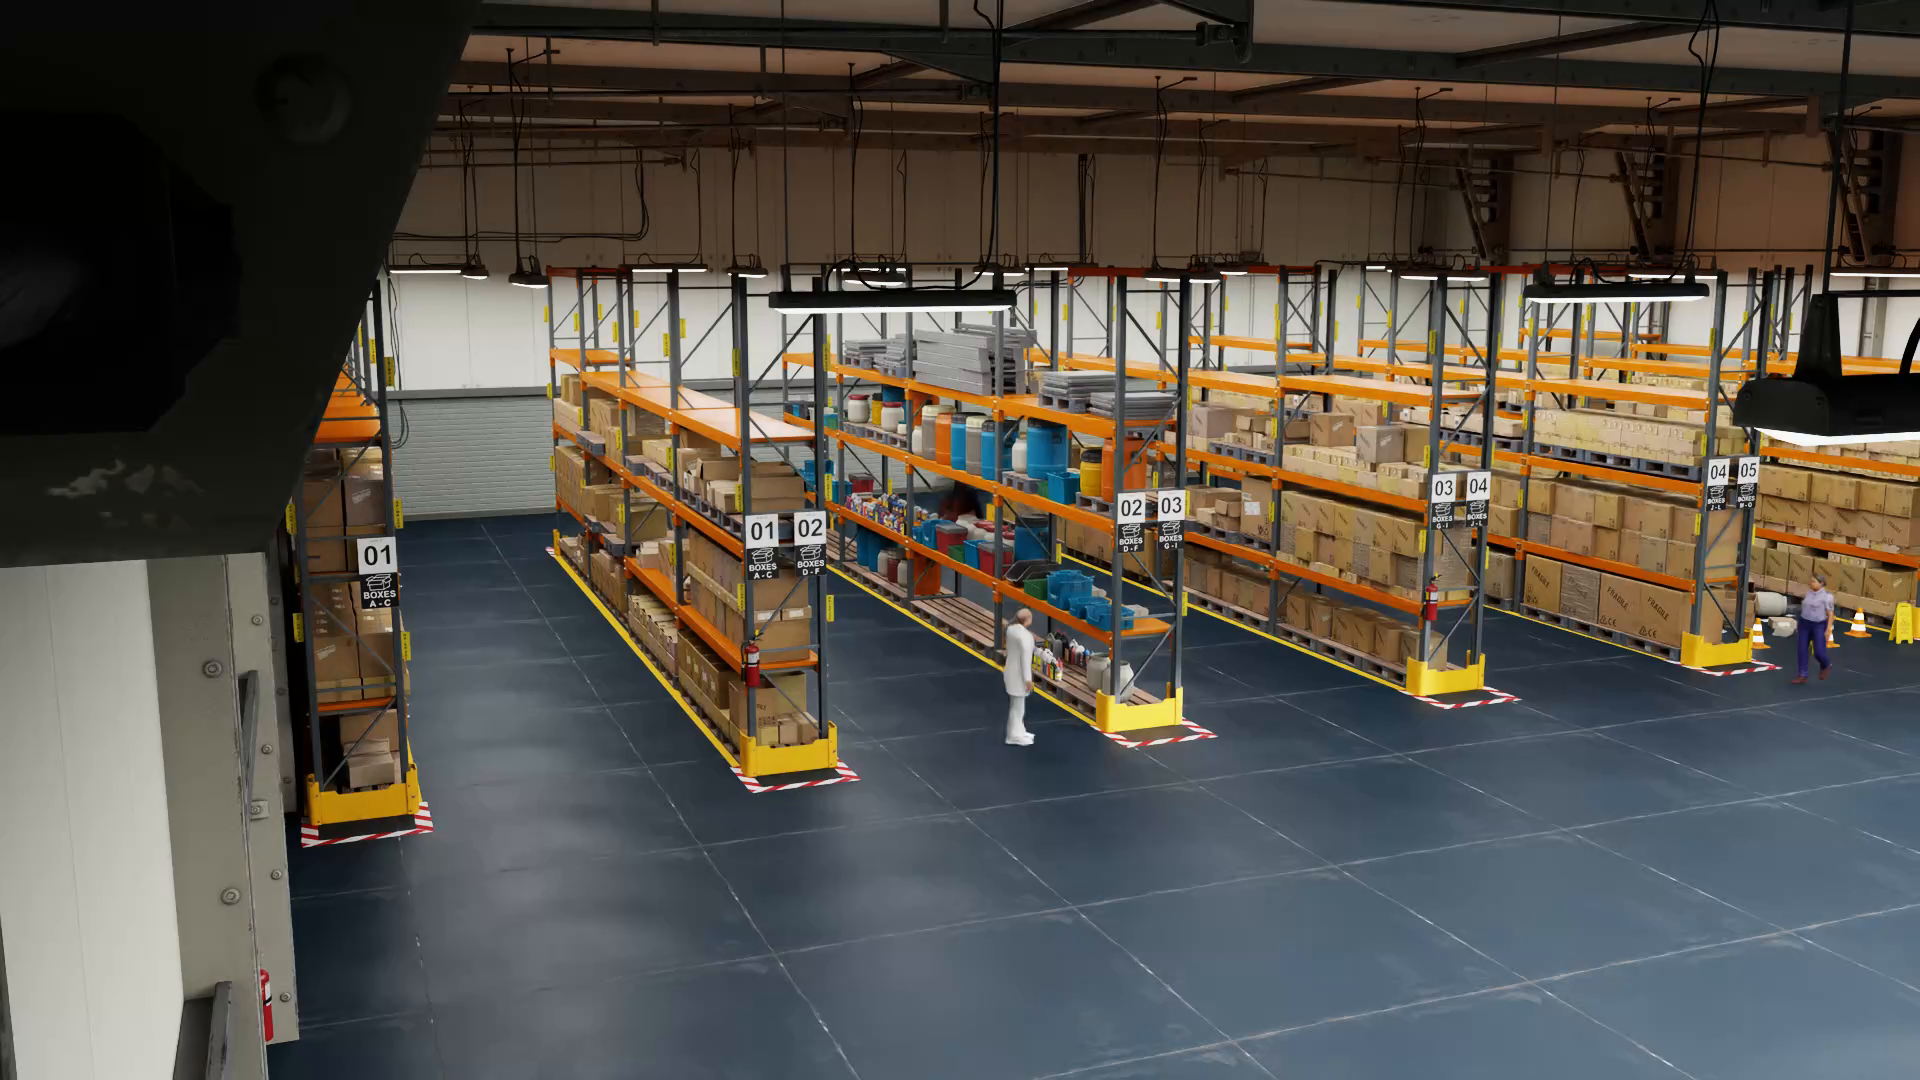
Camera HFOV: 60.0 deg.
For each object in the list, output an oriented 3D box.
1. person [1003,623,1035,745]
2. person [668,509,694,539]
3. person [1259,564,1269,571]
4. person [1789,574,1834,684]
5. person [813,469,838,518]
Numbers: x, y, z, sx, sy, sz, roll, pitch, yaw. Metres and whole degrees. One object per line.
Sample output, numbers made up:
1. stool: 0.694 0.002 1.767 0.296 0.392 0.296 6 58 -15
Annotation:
1. person: 0.806 1.853 21.500 0.456 1.602 0.617 -3 10 -17
2. person: -5.536 -0.179 32.968 0.522 1.545 0.847 -3 10 -17
3. person: 6.138 -0.147 32.966 0.440 1.593 0.532 -1 10 -7
4. person: 12.582 1.305 24.438 0.575 1.625 0.490 -9 14 -43
5. person: -3.220 -1.264 38.909 0.575 1.738 1.026 3 10 18
